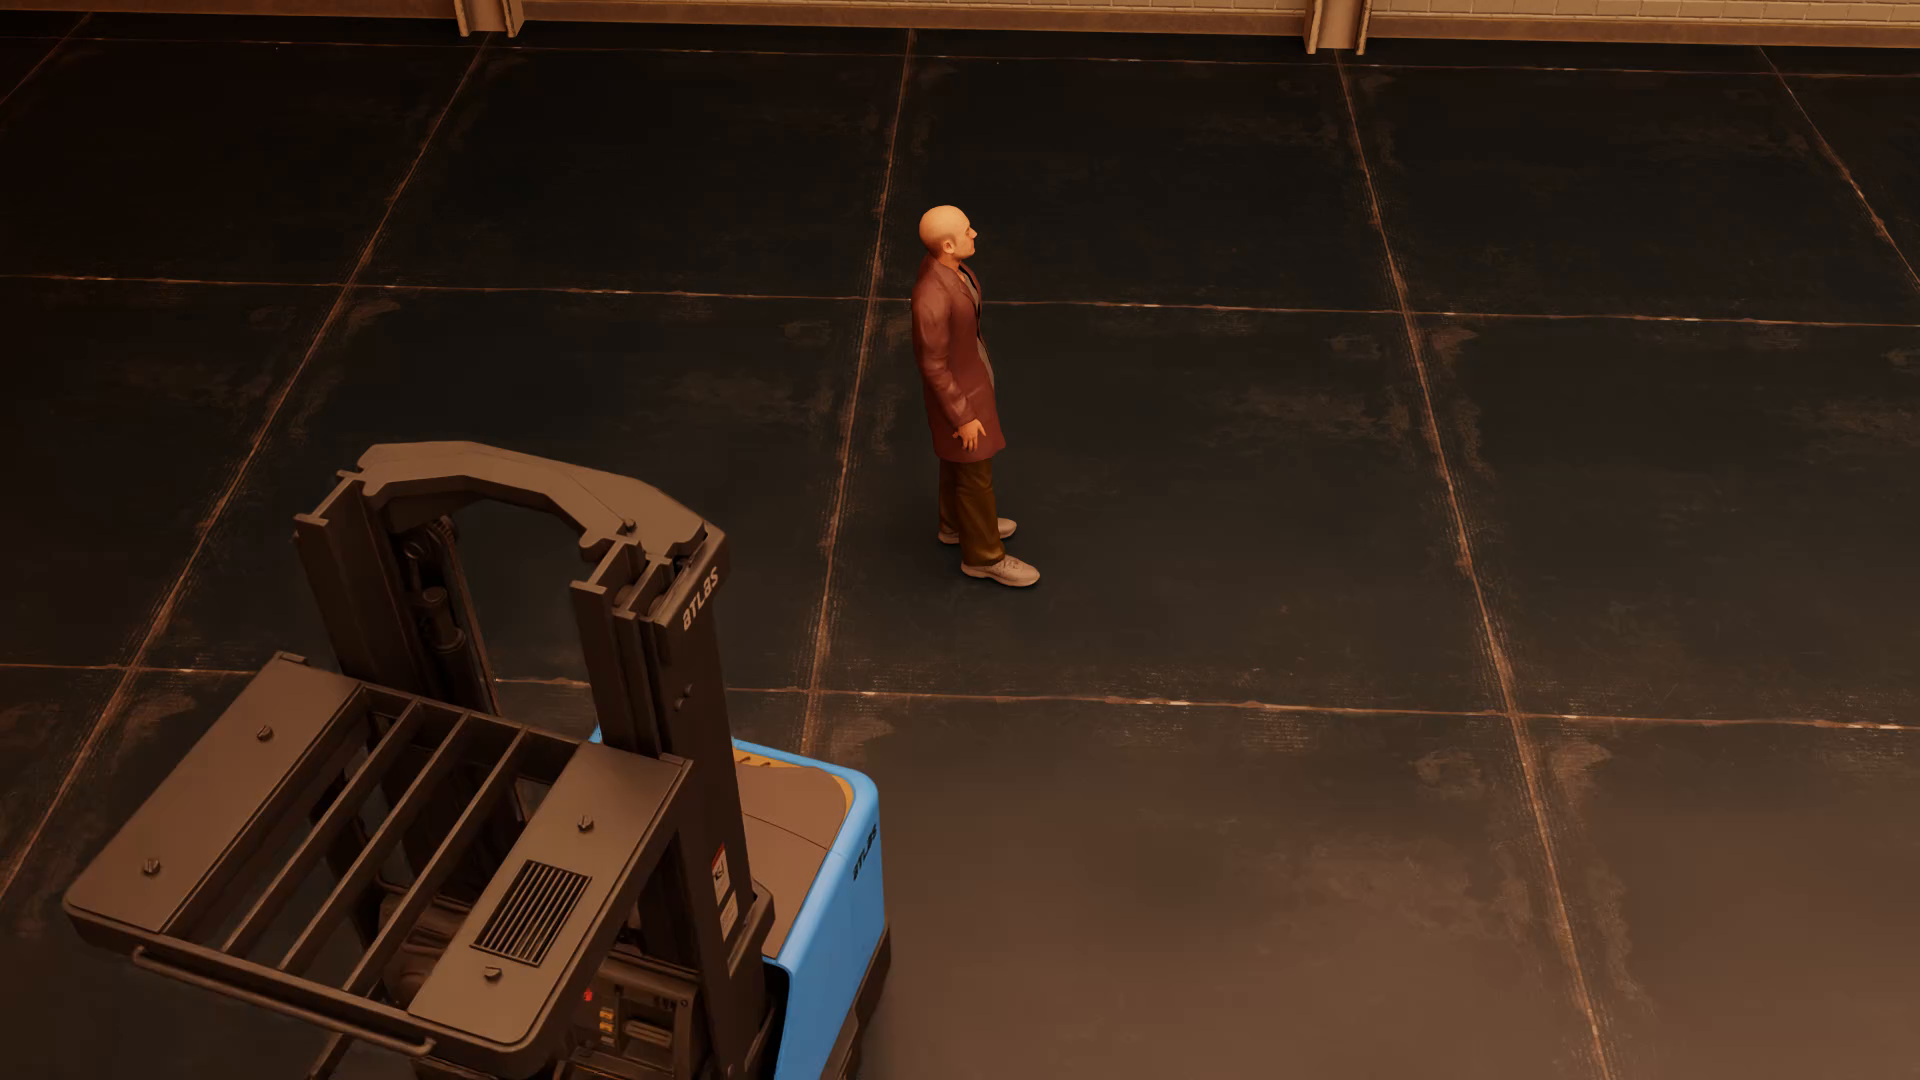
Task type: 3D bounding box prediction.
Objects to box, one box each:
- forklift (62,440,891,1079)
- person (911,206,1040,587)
[{"bbox_3d":[-1.200,1.328,4.287,1.130,2.935,3.031,13,44,13],"label":"forklift"},{"bbox_3d":[0.090,-0.656,7.305,0.582,1.775,0.696,2,42,2],"label":"person"}]
